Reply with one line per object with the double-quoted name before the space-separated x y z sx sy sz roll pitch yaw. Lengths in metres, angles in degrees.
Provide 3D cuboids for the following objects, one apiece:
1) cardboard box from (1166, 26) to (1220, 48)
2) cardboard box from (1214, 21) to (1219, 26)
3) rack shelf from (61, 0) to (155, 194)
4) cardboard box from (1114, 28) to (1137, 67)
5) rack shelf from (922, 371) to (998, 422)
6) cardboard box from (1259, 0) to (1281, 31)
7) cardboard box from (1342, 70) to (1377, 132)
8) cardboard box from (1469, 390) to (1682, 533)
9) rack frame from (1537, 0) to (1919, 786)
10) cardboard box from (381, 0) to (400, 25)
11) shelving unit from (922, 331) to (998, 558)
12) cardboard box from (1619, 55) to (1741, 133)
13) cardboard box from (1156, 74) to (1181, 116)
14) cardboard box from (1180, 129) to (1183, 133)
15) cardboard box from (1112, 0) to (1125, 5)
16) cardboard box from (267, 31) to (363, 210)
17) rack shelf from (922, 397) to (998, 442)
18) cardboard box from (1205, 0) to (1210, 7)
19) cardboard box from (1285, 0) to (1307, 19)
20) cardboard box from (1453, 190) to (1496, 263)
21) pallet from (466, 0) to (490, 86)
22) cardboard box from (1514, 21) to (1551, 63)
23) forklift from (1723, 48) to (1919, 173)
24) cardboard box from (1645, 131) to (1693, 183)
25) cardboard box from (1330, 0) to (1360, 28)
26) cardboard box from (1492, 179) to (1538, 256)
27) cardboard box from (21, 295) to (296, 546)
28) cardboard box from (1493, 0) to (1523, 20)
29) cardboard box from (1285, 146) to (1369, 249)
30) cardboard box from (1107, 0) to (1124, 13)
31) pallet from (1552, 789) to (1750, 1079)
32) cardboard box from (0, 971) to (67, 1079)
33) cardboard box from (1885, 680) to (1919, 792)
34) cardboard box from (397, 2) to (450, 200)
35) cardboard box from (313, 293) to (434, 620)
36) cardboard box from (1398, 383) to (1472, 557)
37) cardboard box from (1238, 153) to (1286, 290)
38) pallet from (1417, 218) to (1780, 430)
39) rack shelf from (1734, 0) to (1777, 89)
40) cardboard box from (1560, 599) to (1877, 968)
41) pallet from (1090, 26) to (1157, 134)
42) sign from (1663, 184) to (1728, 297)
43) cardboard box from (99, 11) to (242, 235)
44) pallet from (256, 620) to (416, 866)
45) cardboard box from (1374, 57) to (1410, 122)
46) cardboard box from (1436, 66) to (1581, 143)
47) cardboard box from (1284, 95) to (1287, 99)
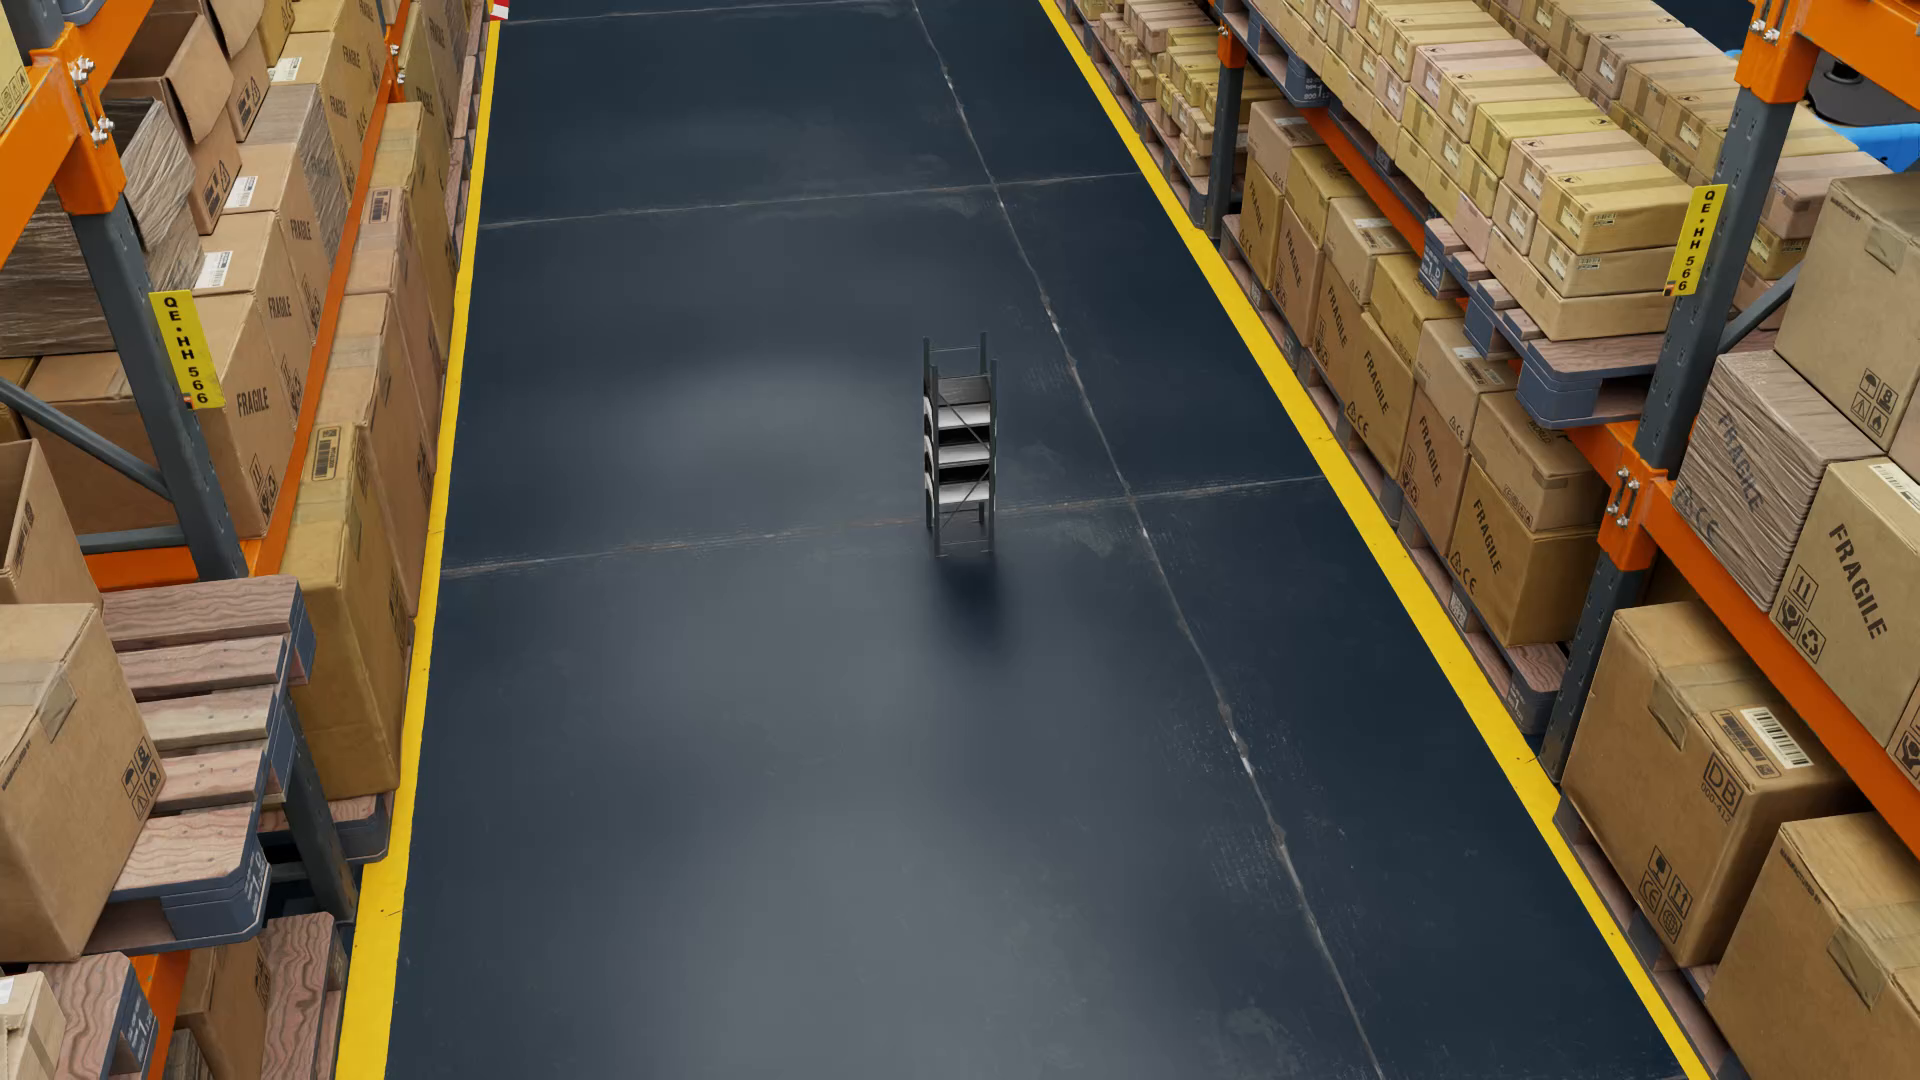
"cardboard box" 1.381 -2.780 9.381 0.380 0.149 0.250 -5 38 -6
"cardboard box" 1.773 -3.194 10.155 0.380 0.149 0.250 -6 38 -7
"rack shelf" -2.748 -2.074 5.116 1.077 0.370 4.000 -6 38 -8
"cardboard box" 1.162 -3.026 10.182 0.380 0.149 0.250 -6 38 -8
"rack shelf" -0.001 -0.547 6.335 0.258 0.077 0.200 -6 38 -8
"cardboard box" 1.513 -2.315 7.147 0.380 0.149 0.250 -6 38 -8
"cardboard box" 1.694 -1.692 6.346 0.380 0.149 0.250 -8 39 -10
"cardboard box" 2.126 -0.298 5.772 0.500 0.250 0.500 -7 38 -9
"rack frame" 2.504 -0.438 4.869 1.000 3.000 0.127 -6 38 -8
"cardboard box" -2.823 -2.497 7.723 0.380 0.149 0.250 -6 38 -8
"shelving unit" -0.001 -0.360 6.480 0.258 0.900 0.210 -6 38 -8
"cardboard box" 2.479 -1.510 5.626 0.380 0.149 0.250 -8 39 -10
"cardboard box" 1.310 -2.489 9.248 0.380 0.149 0.250 -7 38 -10
"cardboard box" 1.435 -2.260 9.196 0.380 0.149 0.250 -5 38 -7
"cardboard box" 1.109 -3.399 10.177 0.380 0.149 0.250 -6 38 -7
"cardboard box" -2.569 -1.553 6.223 0.500 0.500 0.500 -7 38 -8
"rack shelf" -0.001 -0.476 6.390 0.258 0.077 0.200 -6 38 -8
"cardboard box" 1.697 -3.306 10.057 0.380 0.149 0.250 -6 38 -8
"cardboard box" 1.558 -2.281 6.862 0.380 0.149 0.250 -8 39 -10
"cardboard box" 1.877 -1.058 5.530 0.380 0.149 0.250 -6 38 -7
"pallet" -3.582 -3.222 10.725 1.003 0.211 1.213 -6 38 -8
"cardboard box" 2.338 -1.876 6.339 0.380 0.149 0.250 -5 38 -6
"forklift" 5.192 -2.557 7.652 3.031 2.935 1.130 -7 38 -9
"cardboard box" 2.517 -1.260 5.547 0.380 0.149 0.250 -7 38 -9
"cardboard box" 1.646 -2.087 6.369 0.380 0.149 0.250 -5 38 -6
"cardboard box" 1.920 -1.032 5.254 0.380 0.149 0.250 -5 38 -6
"cardboard box" -2.214 -0.328 4.645 0.500 0.500 0.500 -5 38 -7
"cardboard box" 2.293 -2.147 6.446 0.380 0.149 0.250 -8 39 -10
"cardboard box" 1.768 -1.533 7.362 0.500 0.250 0.500 -5 38 -7
"cardboard box" 1.141 -3.457 10.494 0.380 0.149 0.250 -8 39 -10
"pallet" 2.568 1.148 5.101 1.003 0.211 1.213 -6 38 -8
"cardboard box" -1.839 0.900 2.914 0.396 0.266 0.258 -7 38 -9
"cardboard box" 2.497 0.434 3.664 0.500 0.500 0.500 -6 38 -8
"cardboard box" -3.135 -2.115 8.418 0.875 0.875 0.875 -6 38 -8
"cardboard box" -2.646 -0.250 6.017 1.225 0.875 0.875 -6 38 -8
"cardboard box" 2.044 -0.300 6.386 0.500 0.500 0.500 -5 38 -6
"cardboard box" 1.671 -1.558 8.005 0.500 0.500 0.500 -5 38 -6
"pallet" 2.274 -0.781 5.467 1.213 0.211 1.003 -6 38 -8
"rack shelf" 2.153 -2.546 5.724 1.077 0.370 4.000 -6 38 -8
"cardboard box" 2.522 0.662 4.944 1.050 0.750 0.750 -7 38 -9
"pallet" 1.433 -2.893 10.302 1.003 0.211 1.213 -6 38 -8
"sign" 1.971 -0.800 4.455 0.100 0.325 0.005 -6 38 -8
"cardboard box" -2.621 -1.238 5.000 0.797 0.503 0.637 -5 38 -7
"pallet" -2.461 0.651 5.739 1.003 0.211 1.213 -6 38 -8
"cardboard box" 1.741 -1.650 6.049 0.380 0.149 0.250 -5 38 -7
"cardboard box" 1.828 -1.457 5.558 0.380 0.149 0.250 -5 38 -7
"cardboard box" 1.946 -2.359 8.838 0.380 0.149 0.250 -5 38 -6
